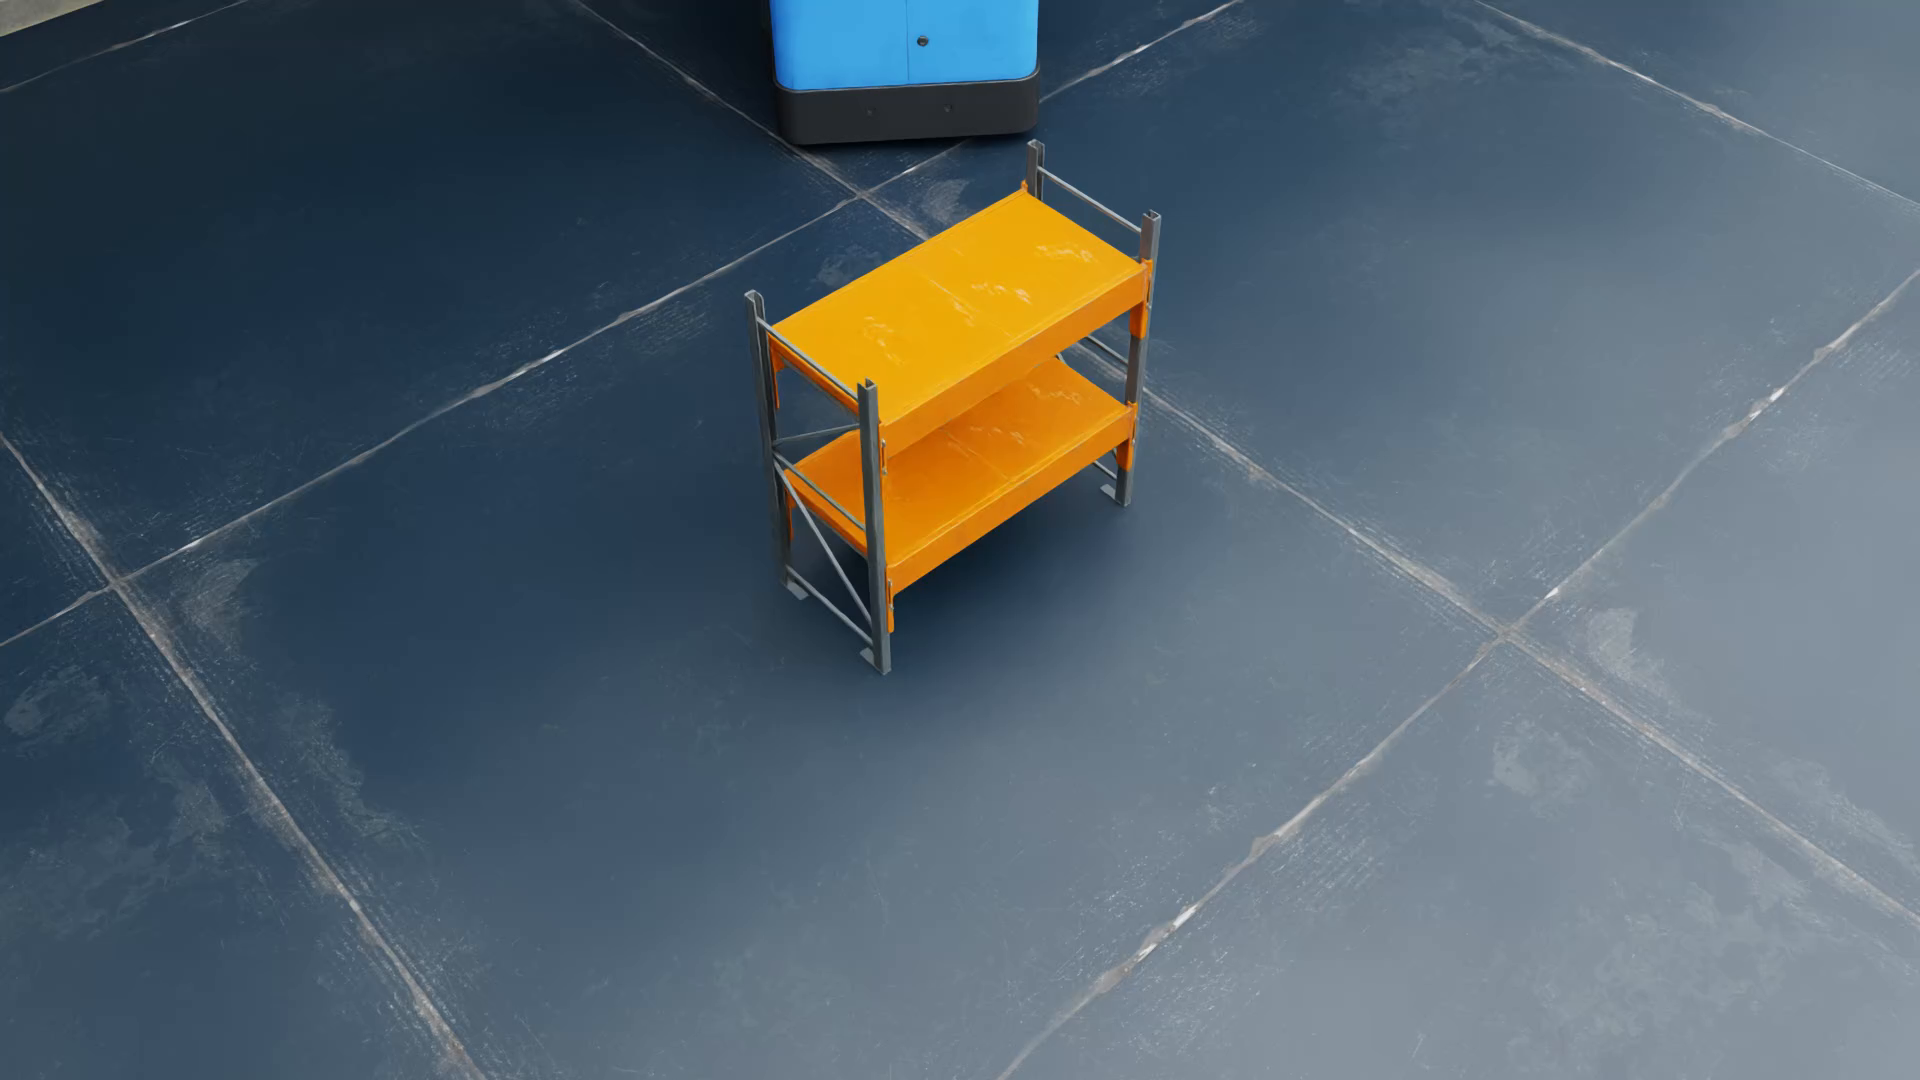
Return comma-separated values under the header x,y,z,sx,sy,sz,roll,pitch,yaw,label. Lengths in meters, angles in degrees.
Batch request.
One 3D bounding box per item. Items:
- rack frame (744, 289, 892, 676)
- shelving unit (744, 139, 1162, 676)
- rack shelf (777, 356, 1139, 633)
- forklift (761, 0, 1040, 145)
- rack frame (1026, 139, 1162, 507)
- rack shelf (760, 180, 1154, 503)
x,y,z,sx,sy,sz,roll,pitch,yaw,label
-0.381,-0.127,4.602,0.032,1.125,0.500,-34,56,-27,rack frame
-0.005,-0.378,4.834,1.048,1.125,0.538,-34,56,-27,shelving unit
-0.005,-0.212,5.013,1.000,0.278,0.538,-34,56,-27,rack shelf
-0.339,-3.650,6.624,1.130,2.935,3.031,-4,47,-4,forklift
0.371,-0.629,5.065,0.032,1.125,0.500,-34,56,-27,rack frame
-0.005,-0.577,4.618,1.000,0.278,0.538,-34,56,-27,rack shelf
